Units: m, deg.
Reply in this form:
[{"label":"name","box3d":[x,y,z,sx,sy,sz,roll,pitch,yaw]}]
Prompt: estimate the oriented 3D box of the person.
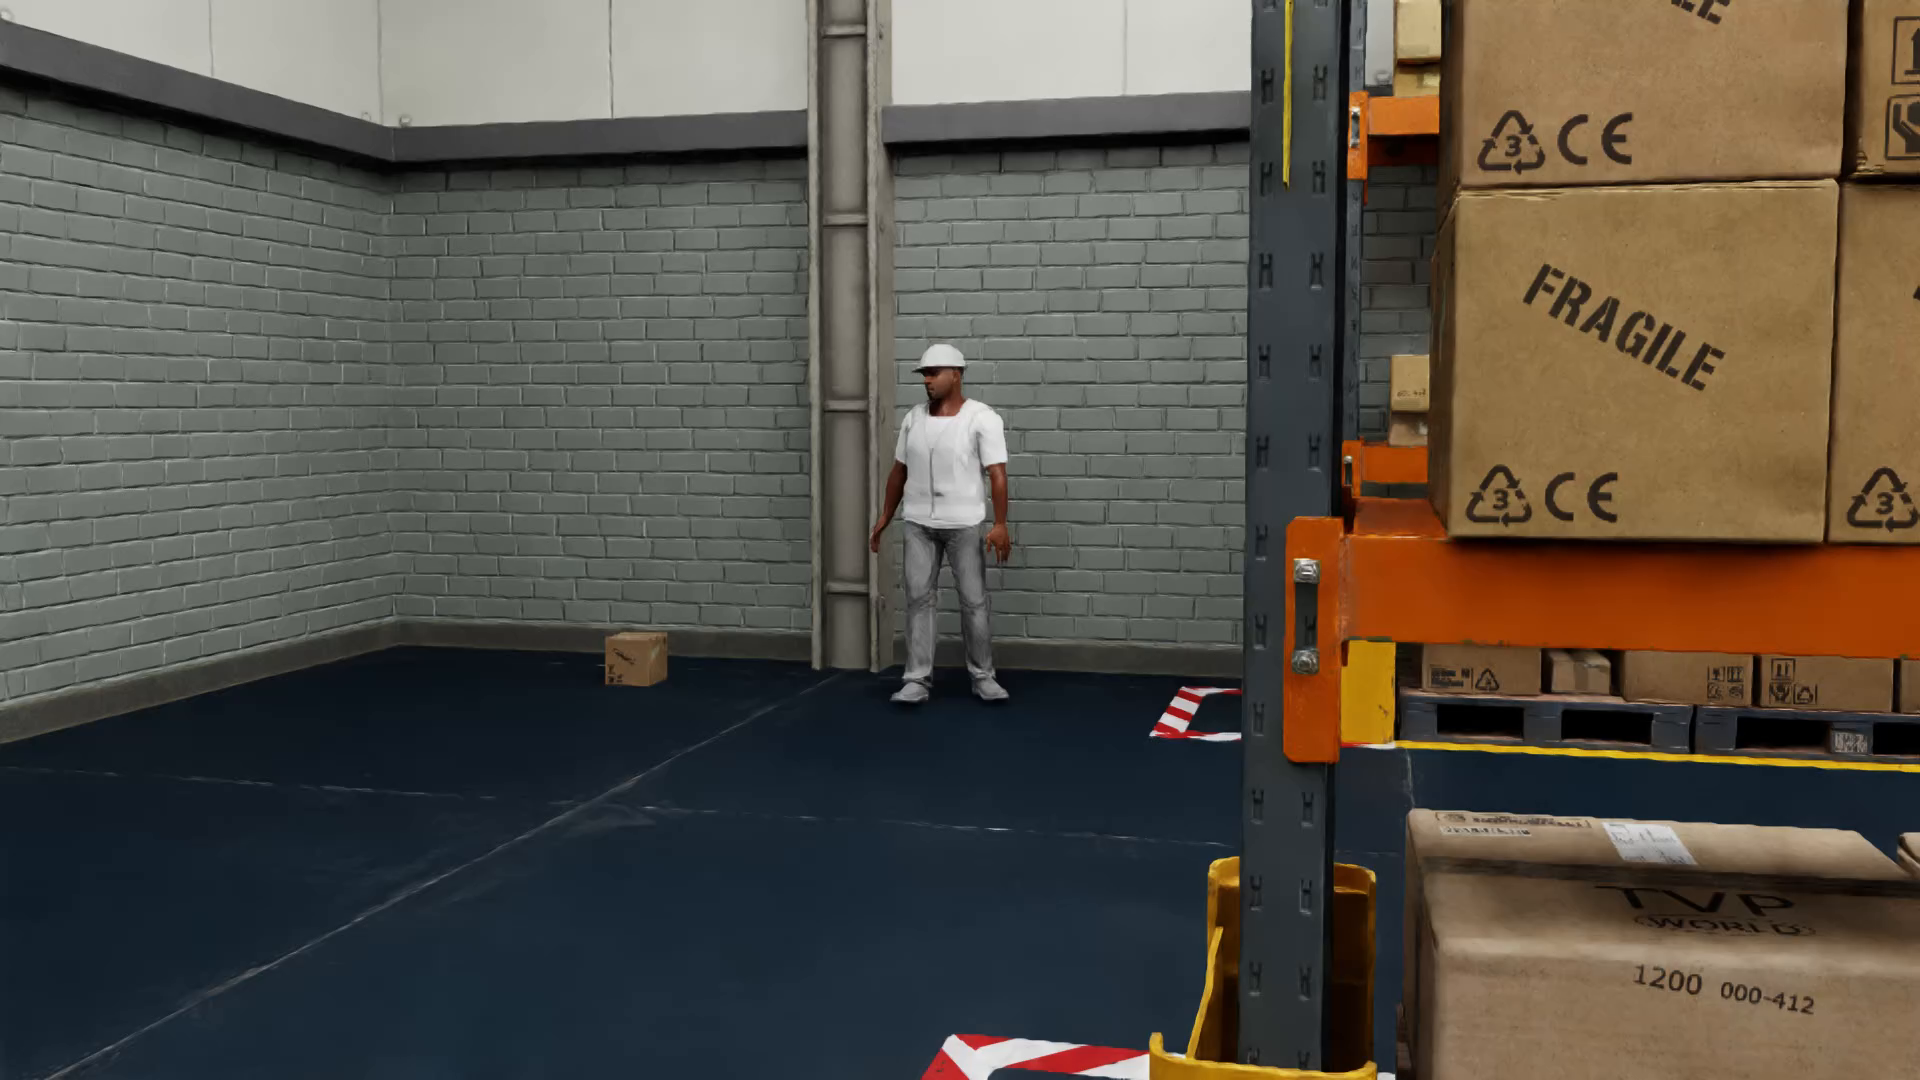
[{"label":"person","box3d":[-0.111,-0.076,8.170,0.724,1.768,0.583,2,5,21]}]
